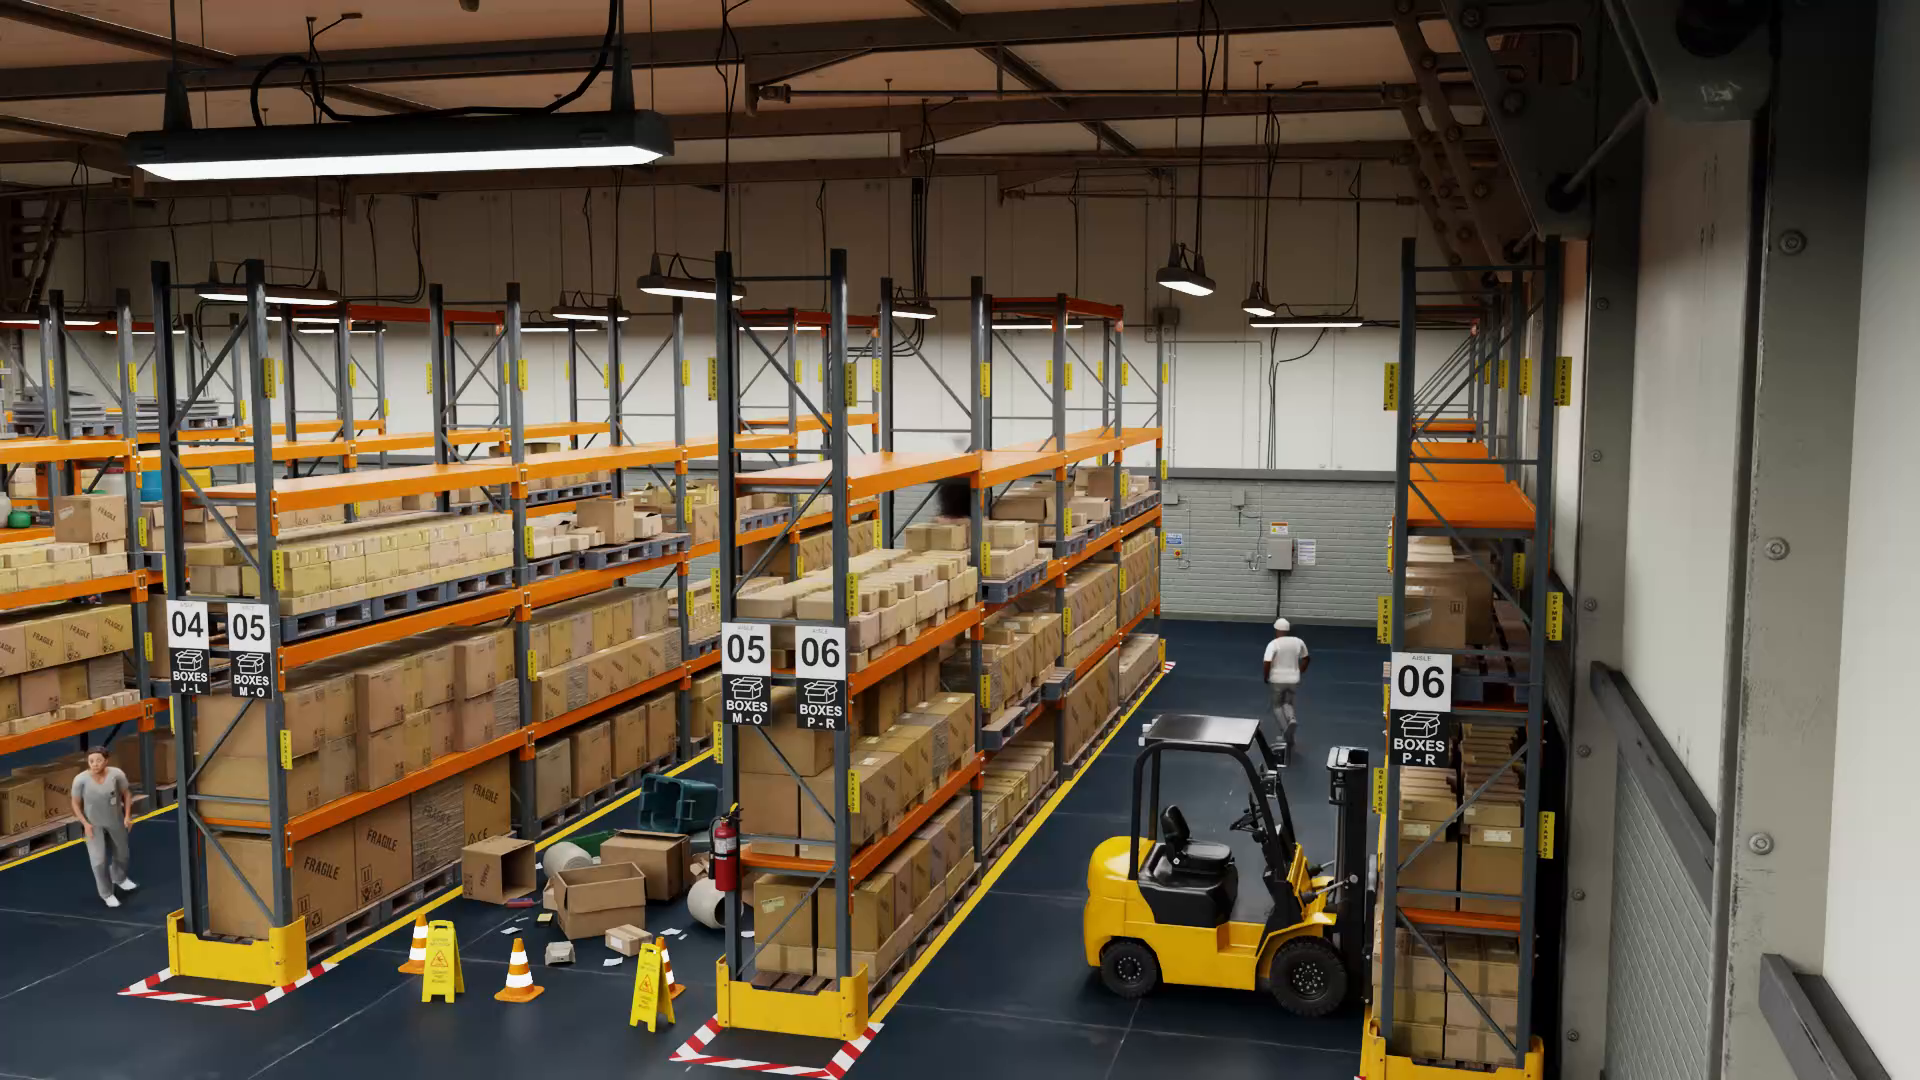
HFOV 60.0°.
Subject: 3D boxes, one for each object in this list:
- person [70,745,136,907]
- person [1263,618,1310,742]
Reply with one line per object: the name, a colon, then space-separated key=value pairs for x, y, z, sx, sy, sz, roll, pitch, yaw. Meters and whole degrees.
person: x=-8.194 y=2.702 z=15.908 sx=0.568 sy=1.606 sz=0.714 roll=-5 pitch=8 yaw=-37
person: x=4.459 y=1.928 z=22.687 sx=0.697 sy=1.703 sz=0.587 roll=-1 pitch=6 yaw=-11
